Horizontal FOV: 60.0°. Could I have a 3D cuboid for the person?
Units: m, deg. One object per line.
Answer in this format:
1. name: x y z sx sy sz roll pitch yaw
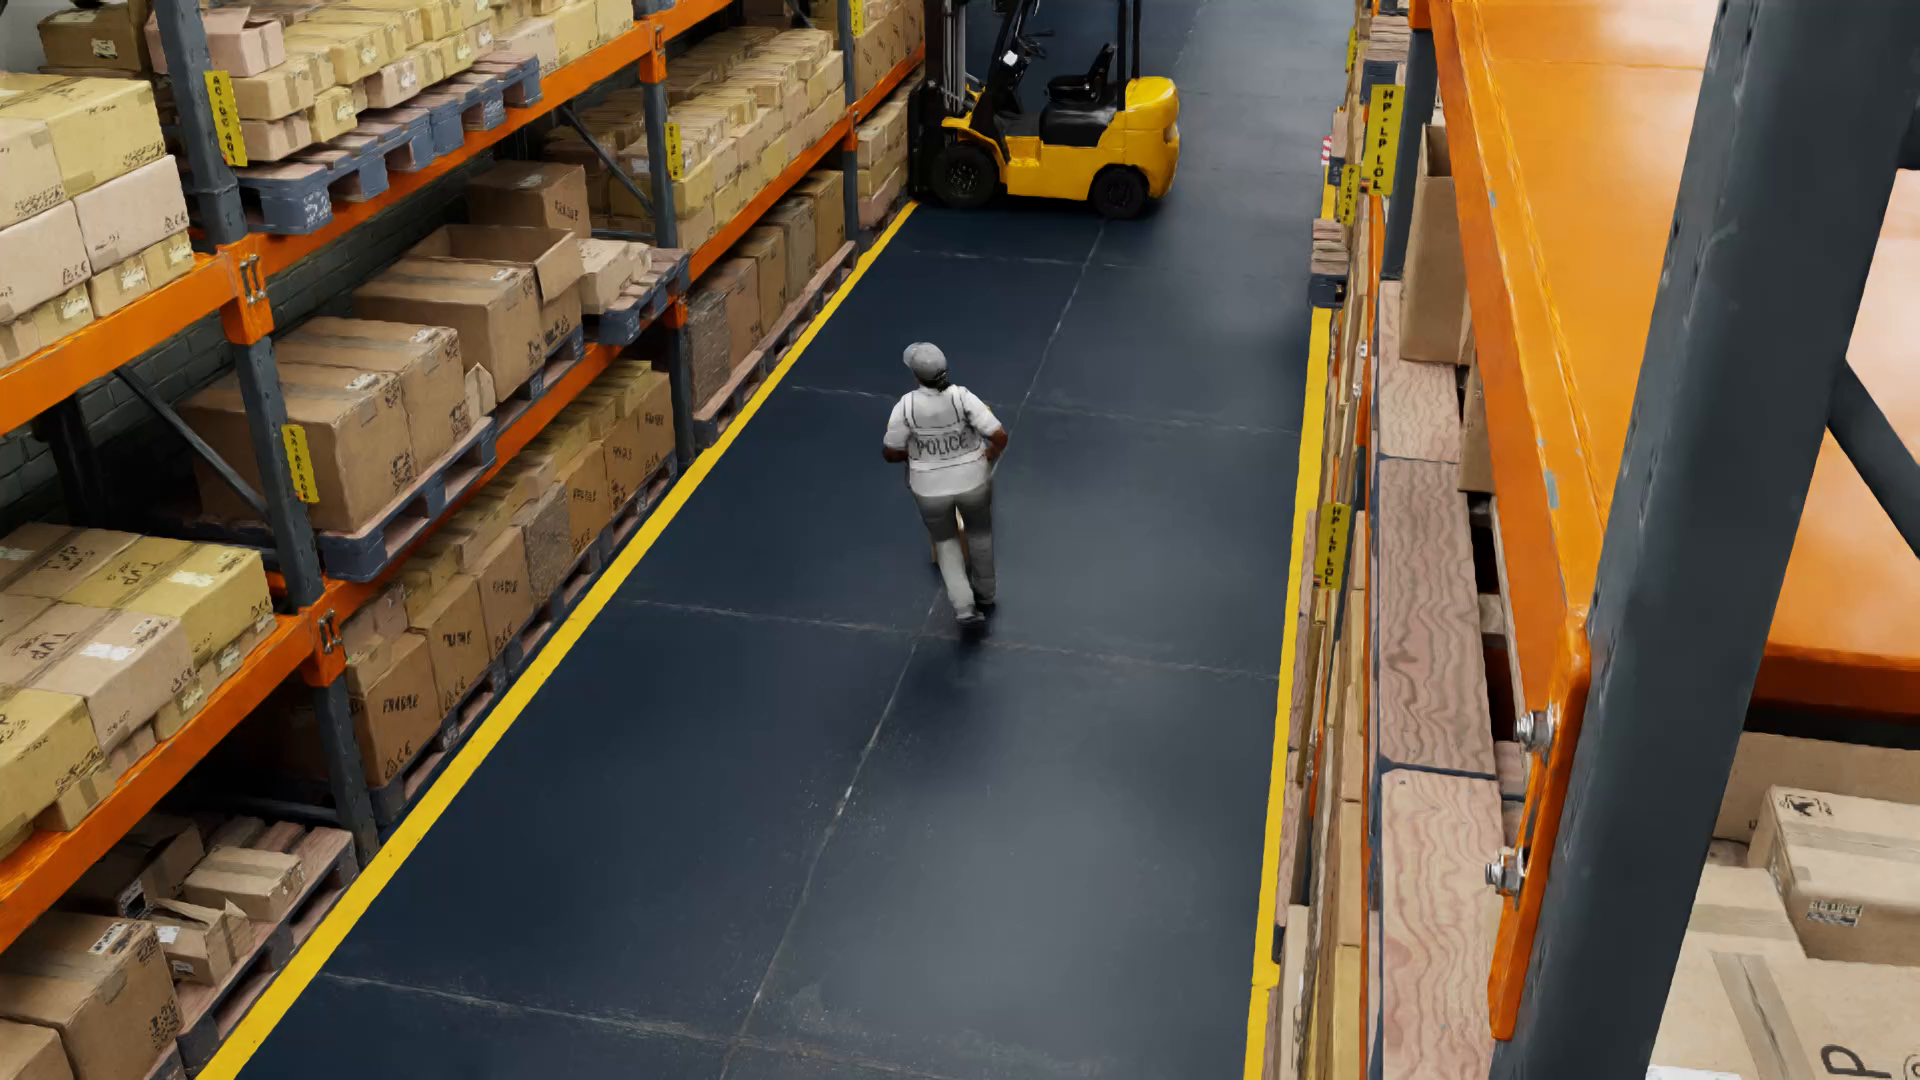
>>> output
1. person: -0.091 -0.301 8.689 0.633 1.627 0.709 -3 29 -5
